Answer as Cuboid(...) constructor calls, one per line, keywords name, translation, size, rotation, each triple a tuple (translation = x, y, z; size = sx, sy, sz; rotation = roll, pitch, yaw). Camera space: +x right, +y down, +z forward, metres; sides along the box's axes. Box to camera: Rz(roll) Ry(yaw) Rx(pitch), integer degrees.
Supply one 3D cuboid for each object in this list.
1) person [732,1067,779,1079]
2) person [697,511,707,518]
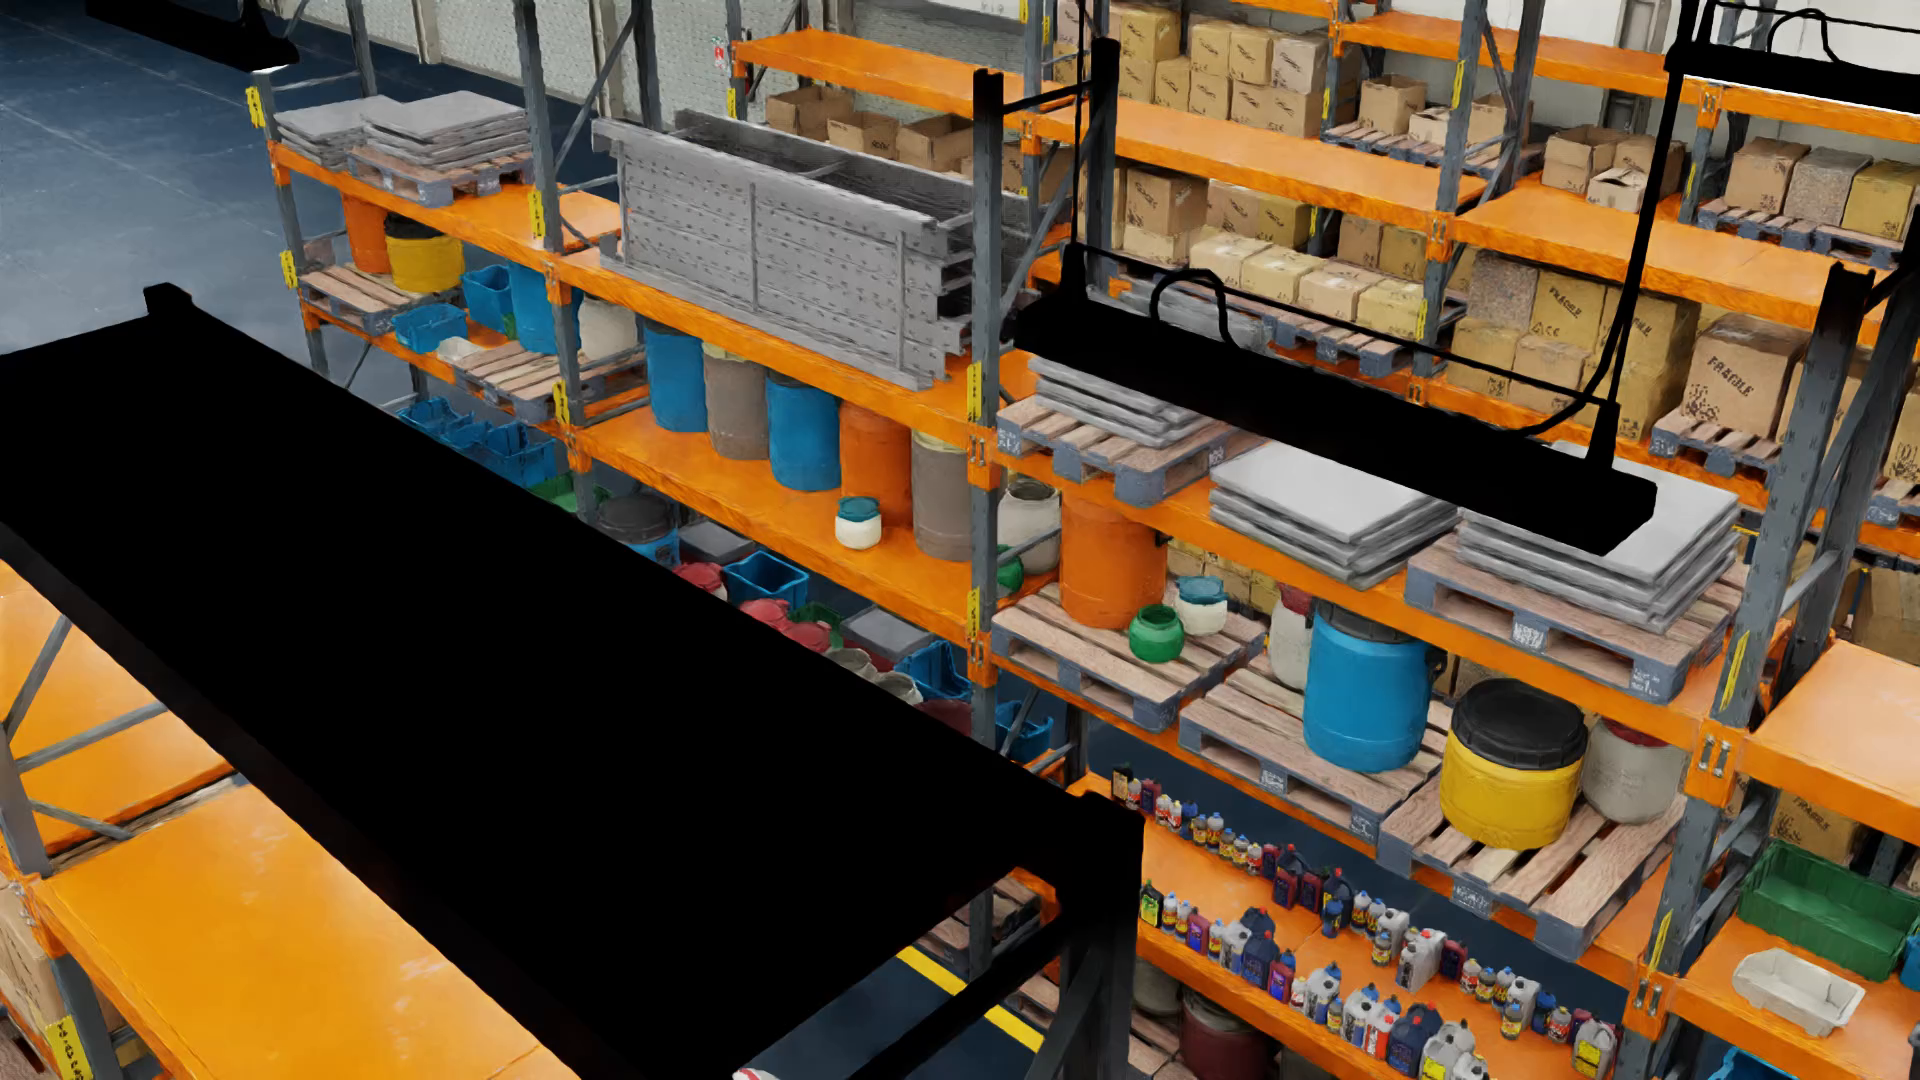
Cuboid(name="person", translation=(-1.144, 3.288, 8.641), size=(0.552, 1.742, 0.677), rotation=(24, 37, 35))
Cuboid(name="person", translation=(-2.184, -0.370, 15.277), size=(0.534, 1.582, 0.938), rotation=(-13, 32, -22))
